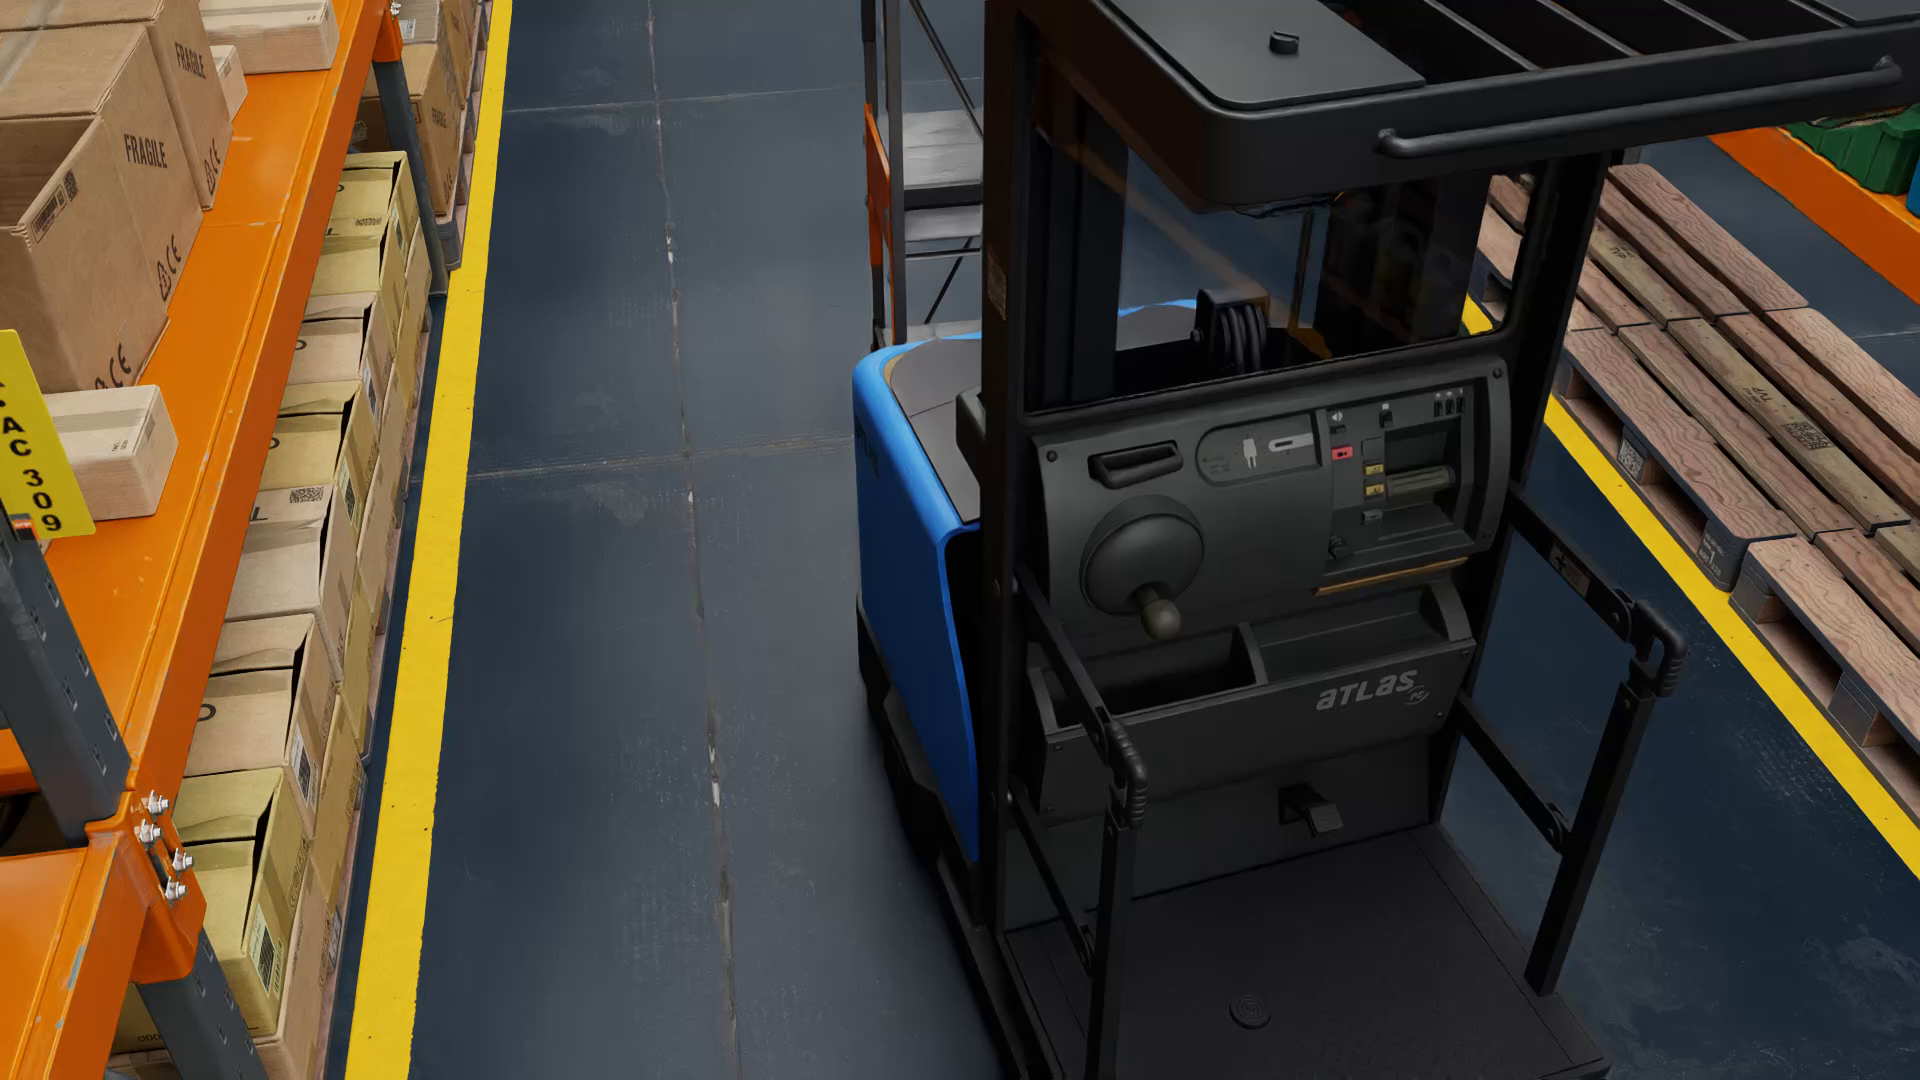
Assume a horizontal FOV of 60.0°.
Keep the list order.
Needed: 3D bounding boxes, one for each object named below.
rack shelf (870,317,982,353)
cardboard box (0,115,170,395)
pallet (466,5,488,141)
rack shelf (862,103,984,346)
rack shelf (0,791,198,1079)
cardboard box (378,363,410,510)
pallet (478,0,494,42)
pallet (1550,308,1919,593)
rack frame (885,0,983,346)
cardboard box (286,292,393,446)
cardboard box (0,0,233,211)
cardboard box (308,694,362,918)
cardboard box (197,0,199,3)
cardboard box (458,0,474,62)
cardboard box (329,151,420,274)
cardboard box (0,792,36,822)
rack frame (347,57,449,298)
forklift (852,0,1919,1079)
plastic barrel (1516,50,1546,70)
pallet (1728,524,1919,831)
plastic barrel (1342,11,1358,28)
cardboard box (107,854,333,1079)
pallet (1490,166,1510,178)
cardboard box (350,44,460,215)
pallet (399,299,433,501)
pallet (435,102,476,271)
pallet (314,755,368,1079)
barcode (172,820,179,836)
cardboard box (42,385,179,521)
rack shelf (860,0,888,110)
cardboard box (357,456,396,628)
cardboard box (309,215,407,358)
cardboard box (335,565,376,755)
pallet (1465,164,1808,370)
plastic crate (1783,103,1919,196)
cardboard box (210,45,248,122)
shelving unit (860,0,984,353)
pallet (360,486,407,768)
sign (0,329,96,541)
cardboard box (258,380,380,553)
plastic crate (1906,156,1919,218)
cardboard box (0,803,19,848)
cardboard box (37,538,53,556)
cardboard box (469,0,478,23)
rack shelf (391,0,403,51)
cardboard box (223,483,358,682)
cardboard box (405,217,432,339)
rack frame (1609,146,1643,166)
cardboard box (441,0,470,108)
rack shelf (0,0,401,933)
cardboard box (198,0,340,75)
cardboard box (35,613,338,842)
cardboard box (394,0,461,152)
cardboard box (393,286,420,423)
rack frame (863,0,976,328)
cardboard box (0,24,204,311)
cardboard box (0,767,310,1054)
[{"bbox_3d":[-0.029,-0.366,5.172,0.431,0.518,0.480,-6,38,-8],"label":"rack shelf"},{"bbox_3d":[-2.007,-0.523,3.396,0.500,0.500,0.500,-4,38,-5],"label":"cardboard box"},{"bbox_3d":[-2.802,-2.205,7.916,1.003,0.211,1.213,-6,38,-8],"label":"pallet"},{"bbox_3d":[-0.029,-0.918,4.743,0.431,0.518,0.480,-6,38,-8],"label":"rack shelf"},{"bbox_3d":[-1.446,1.793,1.084,1.077,0.370,4.000,-6,38,-8],"label":"rack shelf"},{"bbox_3d":[-1.986,-0.289,5.076,0.500,0.250,0.500,-5,38,-7],"label":"cardboard box"},{"bbox_3d":[-3.019,-2.943,8.866,1.003,0.211,1.213,-6,38,-8],"label":"pallet"},{"bbox_3d":[2.688,-0.337,5.512,1.003,0.211,1.213,-6,38,-8],"label":"pallet"},{"bbox_3d":[0.014,-0.782,4.545,0.400,2.100,0.015,-6,38,-8],"label":"rack frame"},{"bbox_3d":[-1.980,-0.509,4.902,0.500,0.311,0.500,-6,38,-8],"label":"cardboard box"},{"bbox_3d":[-2.187,-1.143,4.195,0.500,0.500,0.500,-8,39,-10],"label":"cardboard box"},{"bbox_3d":[-1.711,0.641,3.878,0.500,0.250,0.500,-5,38,-7],"label":"cardboard box"},{"bbox_3d":[-2.531,-1.519,4.833,0.500,0.311,0.500,-7,38,-8],"label":"cardboard box"},{"bbox_3d":[-2.573,-2.541,7.755,0.500,0.500,0.500,-7,38,-9],"label":"cardboard box"},{"bbox_3d":[-2.163,-1.127,5.698,0.500,0.311,0.500,-5,38,-7],"label":"cardboard box"},{"bbox_3d":[-2.247,0.472,3.640,0.500,0.311,0.500,-5,38,-7],"label":"cardboard box"},{"bbox_3d":[-2.498,-2.115,5.528,1.000,3.000,0.127,-6,38,-8],"label":"rack frame"},{"bbox_3d":[0.653,-0.006,2.869,1.130,2.935,3.031,-11,39,-14],"label":"forklift"},{"bbox_3d":[2.277,-2.248,7.126,0.600,0.830,0.708,-6,38,-8],"label":"plastic barrel"},{"bbox_3d":[2.905,0.401,4.562,1.003,0.211,1.213,-6,38,-8],"label":"pallet"},{"bbox_3d":[2.079,-2.835,8.078,0.600,0.588,0.708,-6,38,-8],"label":"plastic barrel"},{"bbox_3d":[-1.623,0.950,3.481,0.500,0.250,0.500,-7,38,-9],"label":"cardboard box"},{"bbox_3d":[2.201,-2.016,7.674,1.003,0.211,1.213,-6,38,-8],"label":"pallet"},{"bbox_3d":[-2.296,-1.608,6.553,0.500,0.500,0.500,-5,38,-6],"label":"cardboard box"},{"bbox_3d":[-2.392,-0.513,5.738,1.003,0.211,1.213,-6,38,-8],"label":"pallet"},{"bbox_3d":[-2.591,-1.469,6.969,1.003,0.211,1.213,-6,38,-8],"label":"pallet"},{"bbox_3d":[-1.964,0.961,3.841,1.003,0.211,1.213,-6,38,-8],"label":"pallet"},{"bbox_3d":[-1.431,0.536,3.012,0.001,0.075,0.075,-6,38,-8],"label":"barcode"},{"bbox_3d":[-1.750,-0.157,3.212,0.380,0.149,0.250,-6,38,-8],"label":"cardboard box"},{"bbox_3d":[-0.029,-1.471,4.313,0.431,0.518,0.480,-6,38,-8],"label":"rack shelf"},{"bbox_3d":[-1.893,0.021,4.676,0.500,0.250,0.500,-6,38,-7],"label":"cardboard box"},{"bbox_3d":[-2.066,-0.814,5.294,0.500,0.311,0.500,-7,38,-9],"label":"cardboard box"},{"bbox_3d":[-1.805,0.329,4.281,0.500,0.250,0.500,-7,38,-9],"label":"cardboard box"},{"bbox_3d":[2.477,-1.073,6.459,1.003,0.211,1.213,-6,38,-8],"label":"pallet"},{"bbox_3d":[2.498,-1.168,4.481,0.450,0.188,0.662,-6,38,-8],"label":"plastic crate"},{"bbox_3d":[-2.219,-1.252,4.621,0.380,0.149,0.250,-4,38,-5],"label":"cardboard box"},{"bbox_3d":[-0.029,-0.929,4.735,0.431,2.100,0.503,-6,38,-8],"label":"shelving unit"},{"bbox_3d":[-2.181,0.222,4.792,1.003,0.211,1.213,-6,38,-8],"label":"pallet"},{"bbox_3d":[-1.250,-0.133,2.206,0.100,0.325,0.005,-6,38,-8],"label":"sign"},{"bbox_3d":[-1.894,-0.206,4.512,0.500,0.311,0.500,-5,38,-7],"label":"cardboard box"},{"bbox_3d":[2.581,-0.856,3.920,0.392,0.384,0.575,-6,38,-8],"label":"plastic crate"},{"bbox_3d":[-2.150,0.785,3.236,0.500,0.311,0.500,-6,38,-8],"label":"cardboard box"},{"bbox_3d":[-1.926,0.067,2.841,0.500,0.250,0.500,-4,38,-5],"label":"cardboard box"},{"bbox_3d":[-2.664,-2.848,8.150,0.500,0.500,0.500,-6,38,-7],"label":"cardboard box"},{"bbox_3d":[-2.848,-3.039,7.304,1.077,0.370,4.000,-6,38,-8],"label":"rack shelf"},{"bbox_3d":[-1.798,0.107,4.109,0.500,0.311,0.500,-7,38,-9],"label":"cardboard box"},{"bbox_3d":[-2.165,-0.904,5.867,0.500,0.250,0.500,-5,38,-7],"label":"cardboard box"},{"bbox_3d":[2.380,-2.646,6.211,1.000,3.000,0.127,-6,38,-8],"label":"rack frame"},{"bbox_3d":[-2.476,-2.227,7.350,0.500,0.500,0.500,-7,38,-9],"label":"cardboard box"},{"bbox_3d":[-2.147,-0.623,4.194,1.077,0.370,4.000,-6,38,-8],"label":"rack shelf"},{"bbox_3d":[-2.068,-1.503,4.944,0.380,0.149,0.250,-6,38,-8],"label":"cardboard box"},{"bbox_3d":[-1.706,0.420,3.707,0.500,0.311,0.500,-7,38,-8],"label":"cardboard box"},{"bbox_3d":[-2.393,-1.923,6.960,0.500,0.500,0.500,-8,38,-10],"label":"cardboard box"},{"bbox_3d":[-2.071,-0.593,5.467,0.500,0.250,0.500,-7,38,-8],"label":"cardboard box"},{"bbox_3d":[-0.072,-1.077,4.924,0.400,2.100,0.015,-6,38,-8],"label":"rack frame"},{"bbox_3d":[-2.095,-0.825,3.786,0.500,0.500,0.500,-6,38,-8],"label":"cardboard box"},{"bbox_3d":[-1.623,0.723,3.317,0.500,0.311,0.500,-6,38,-8],"label":"cardboard box"}]
